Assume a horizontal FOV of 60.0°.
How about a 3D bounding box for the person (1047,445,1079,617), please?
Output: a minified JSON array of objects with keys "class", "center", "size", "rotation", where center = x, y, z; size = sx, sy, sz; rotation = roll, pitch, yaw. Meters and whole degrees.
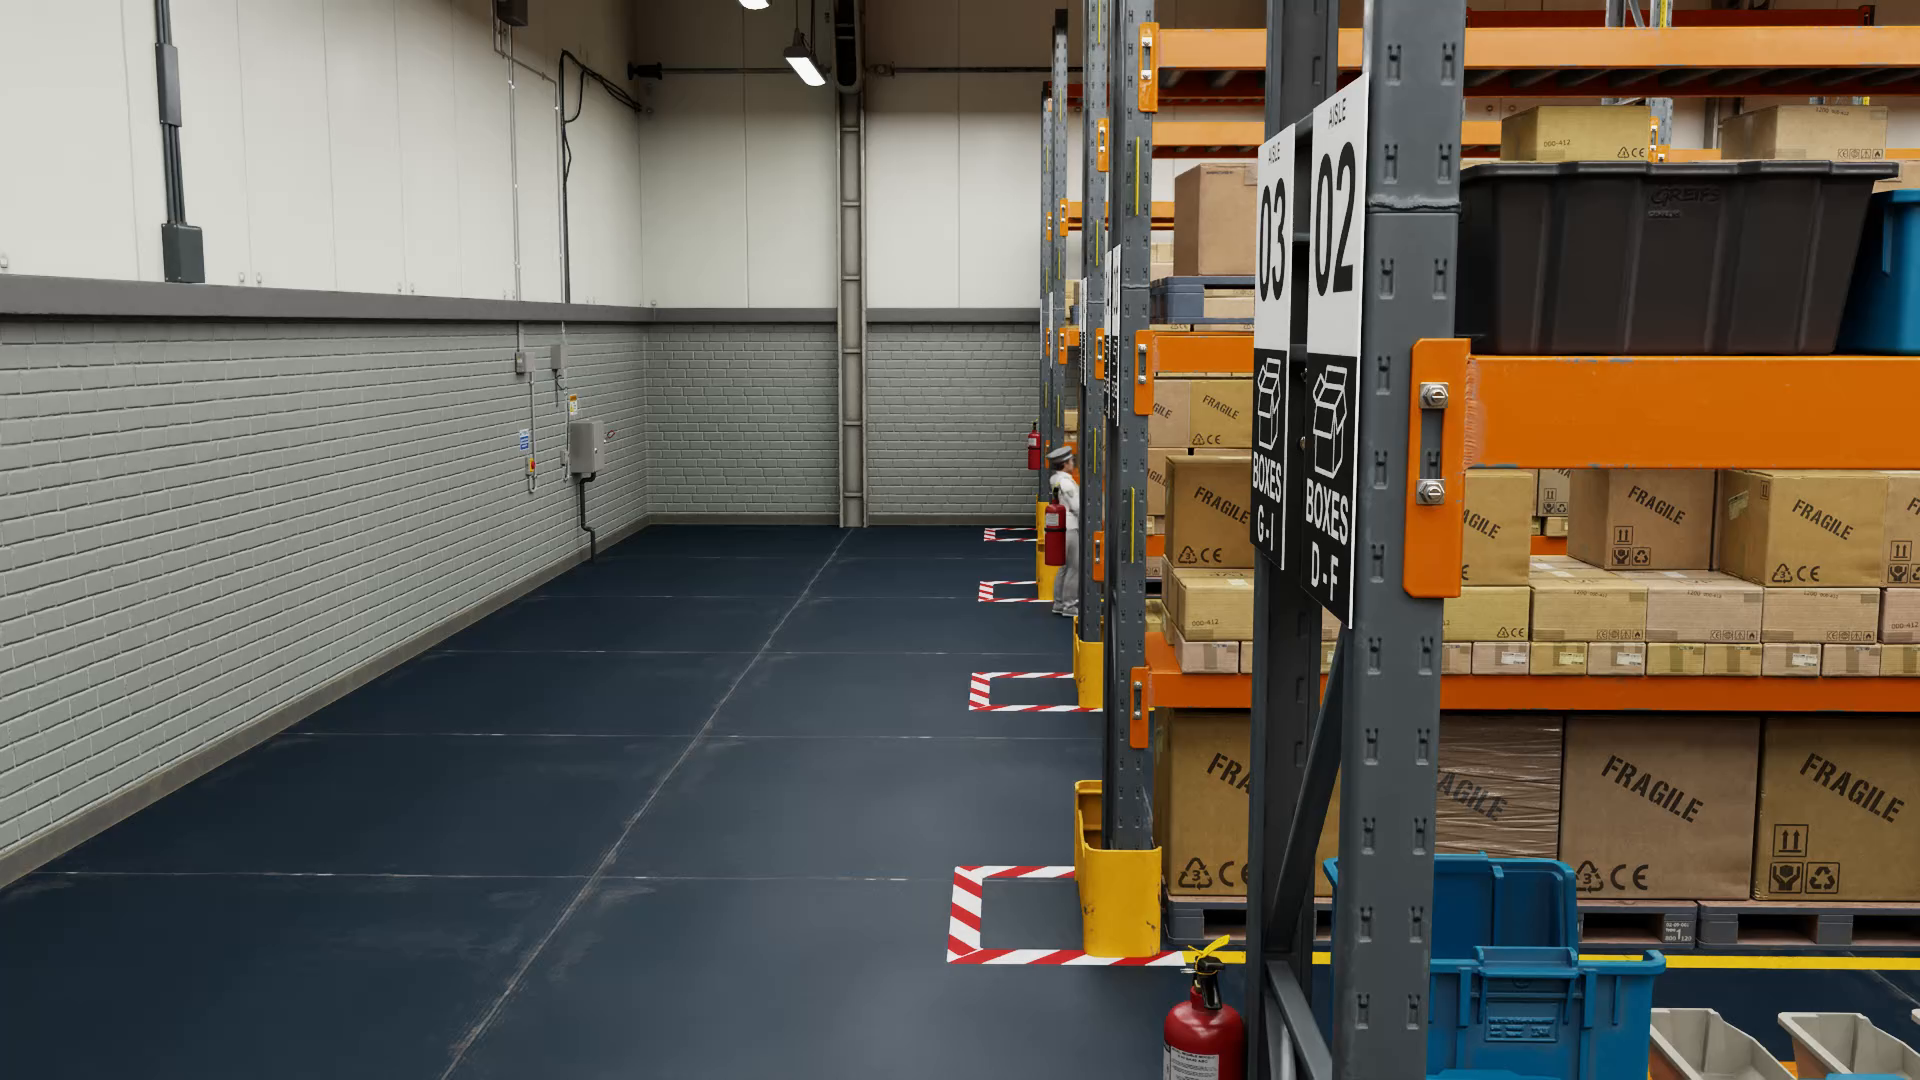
[{"class":"person","center":[1.124,-0.088,16.380],"size":[0.532,1.690,0.459],"rotation":[-1,7,-11]}]
